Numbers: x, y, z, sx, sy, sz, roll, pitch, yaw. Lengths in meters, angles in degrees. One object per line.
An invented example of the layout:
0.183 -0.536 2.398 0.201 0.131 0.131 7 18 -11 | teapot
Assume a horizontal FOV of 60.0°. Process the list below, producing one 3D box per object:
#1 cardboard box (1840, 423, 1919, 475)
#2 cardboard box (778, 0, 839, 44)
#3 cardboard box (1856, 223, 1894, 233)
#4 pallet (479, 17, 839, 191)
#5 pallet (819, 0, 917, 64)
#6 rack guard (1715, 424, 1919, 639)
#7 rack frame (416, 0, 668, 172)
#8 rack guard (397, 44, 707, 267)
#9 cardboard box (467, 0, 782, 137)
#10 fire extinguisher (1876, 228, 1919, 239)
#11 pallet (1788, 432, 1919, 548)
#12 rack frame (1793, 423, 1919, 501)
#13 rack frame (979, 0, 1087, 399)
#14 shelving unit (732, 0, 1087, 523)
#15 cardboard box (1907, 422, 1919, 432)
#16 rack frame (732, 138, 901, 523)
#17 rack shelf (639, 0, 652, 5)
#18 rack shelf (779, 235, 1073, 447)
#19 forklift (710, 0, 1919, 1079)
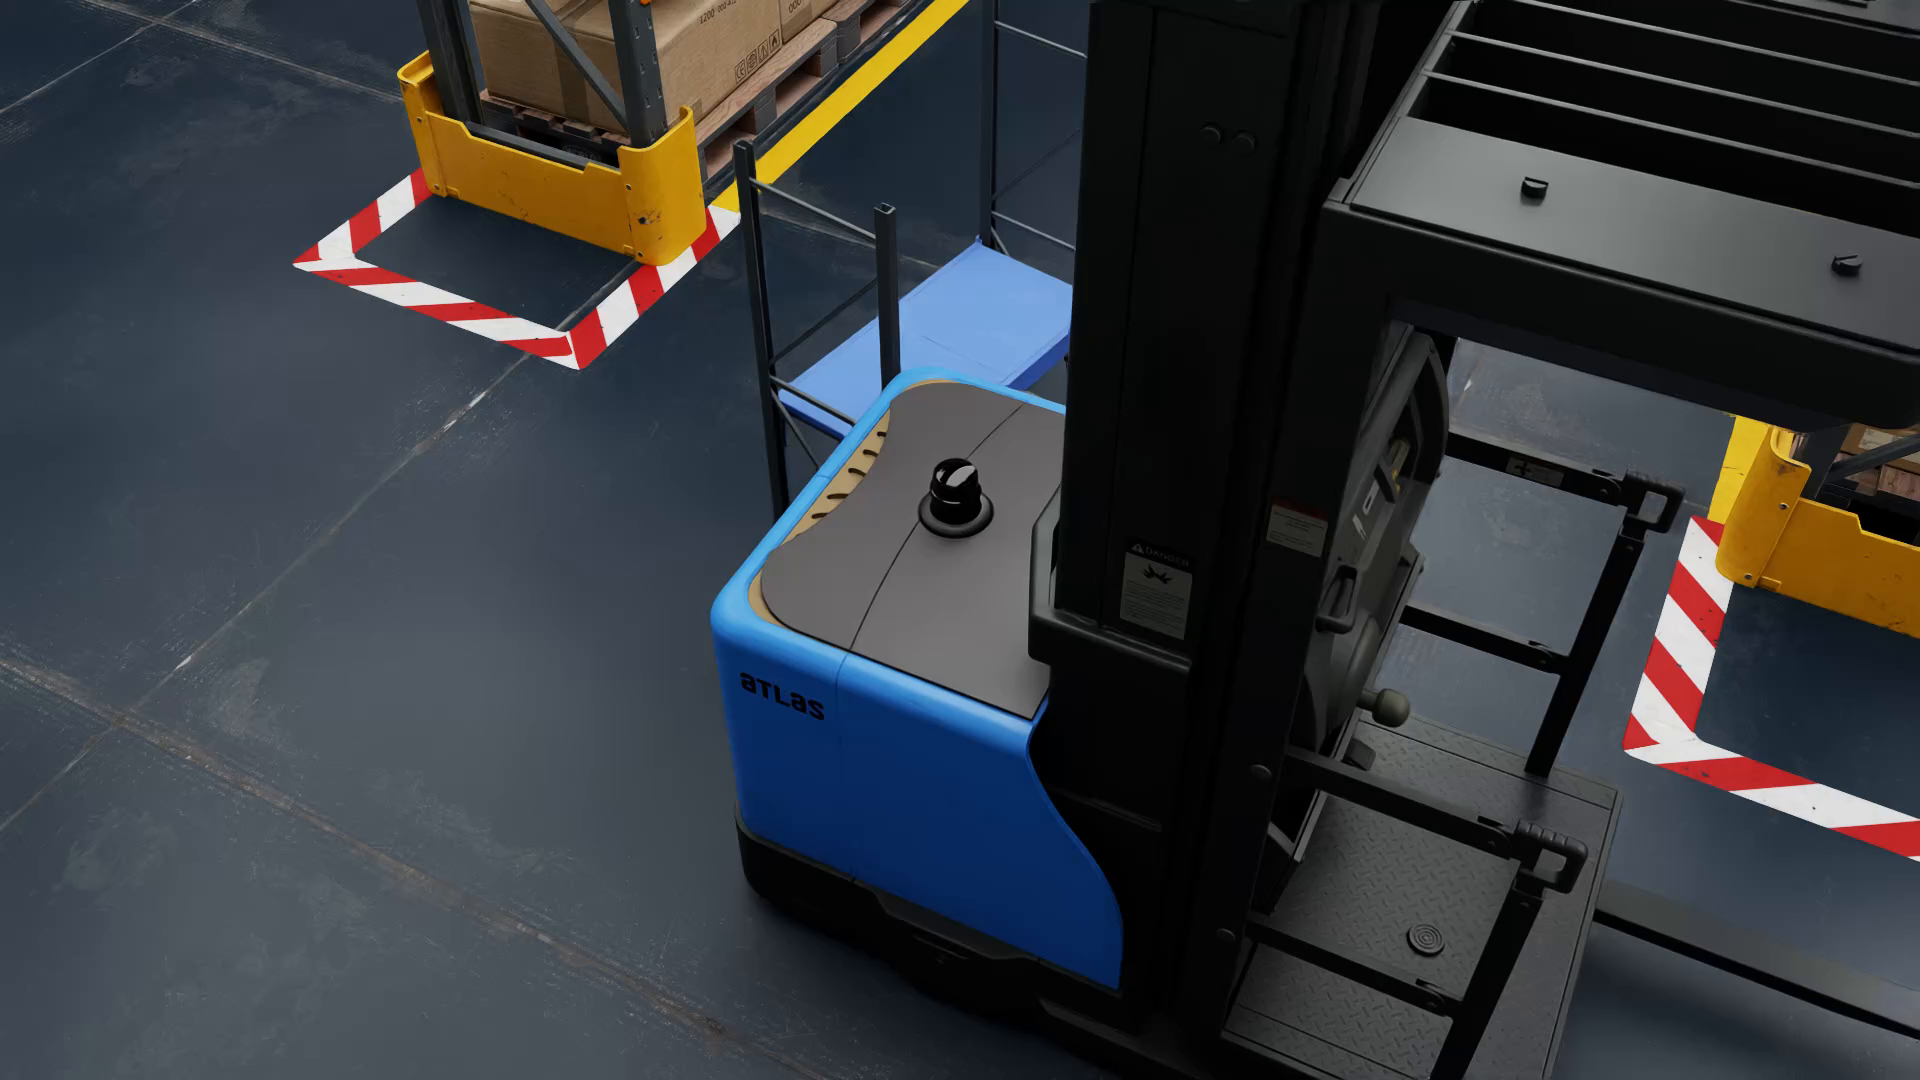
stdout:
2.947 -0.361 5.207 0.380 0.149 0.250 21 49 20 | cardboard box
-0.909 -2.660 7.277 0.875 0.438 0.875 22 49 20 | cardboard box
3.084 -0.931 5.352 0.380 0.149 0.250 19 48 18 | cardboard box
-1.242 -1.935 7.014 1.003 0.211 1.213 20 49 19 | pallet
-0.675 -2.700 7.770 1.003 0.211 1.213 20 49 19 | pallet
2.923 0.016 4.883 1.175 0.500 0.348 20 49 19 | rack guard
-1.544 -2.385 5.499 1.000 3.000 0.127 20 49 19 | rack frame
-1.555 -1.492 6.373 1.175 0.500 0.348 20 49 19 | rack guard
-1.326 -2.081 6.704 0.875 0.438 0.875 19 48 18 | cardboard box
2.362 -0.650 4.100 0.296 0.674 0.183 20 49 19 | fire extinguisher
3.331 -0.382 5.480 1.003 0.211 1.213 20 49 19 | pallet
2.887 -0.815 3.946 1.000 3.000 0.127 20 49 19 | rack frame
0.268 -0.924 5.109 0.500 1.500 0.032 29 52 26 | rack frame
-0.045 -0.639 4.827 0.538 1.500 1.048 29 52 26 | shelving unit
2.880 -0.491 5.127 0.380 0.149 0.250 19 48 18 | cardboard box
-0.357 -0.353 4.545 0.500 1.500 0.032 29 52 26 | rack frame
-0.615 -3.392 7.000 1.077 0.370 4.000 20 49 19 | rack shelf
-0.045 -0.512 4.955 0.538 0.185 1.000 29 52 26 | rack shelf
0.991 0.033 3.156 3.031 2.935 1.130 19 48 18 | forklift
